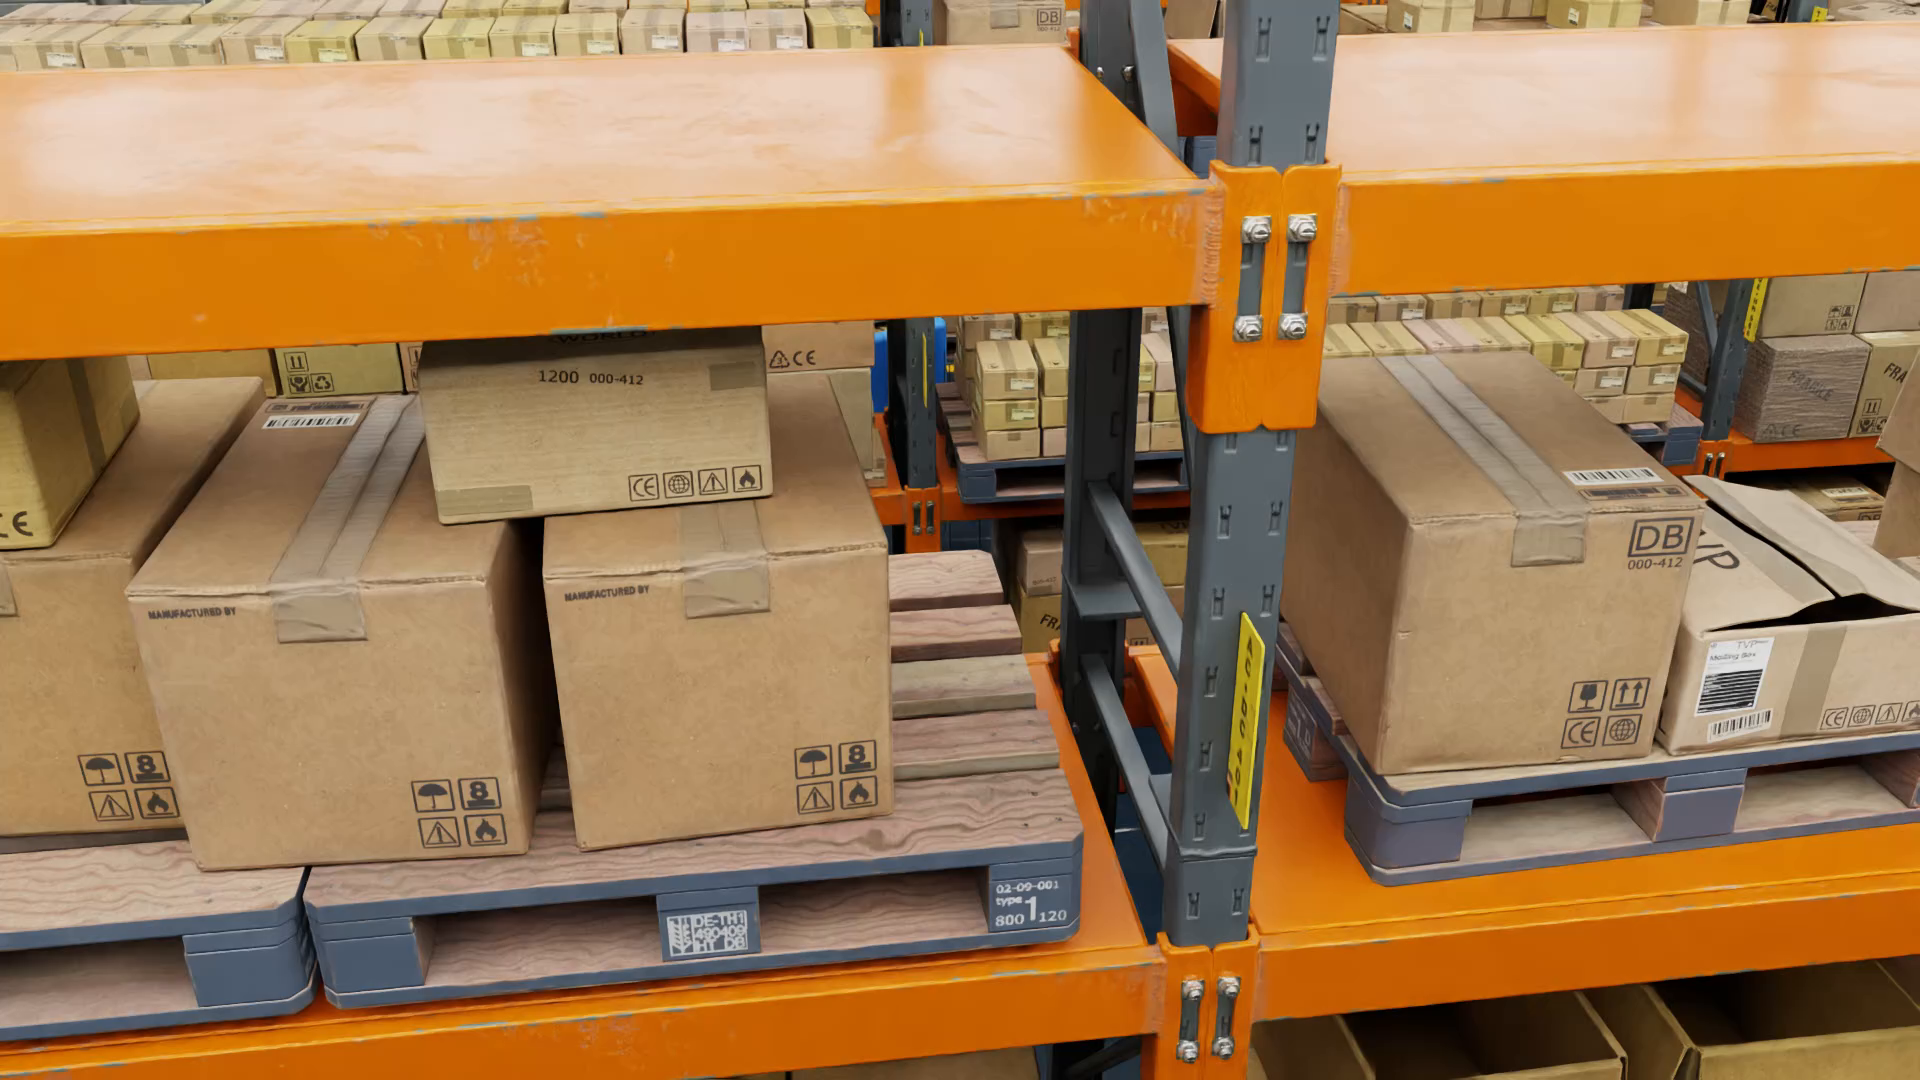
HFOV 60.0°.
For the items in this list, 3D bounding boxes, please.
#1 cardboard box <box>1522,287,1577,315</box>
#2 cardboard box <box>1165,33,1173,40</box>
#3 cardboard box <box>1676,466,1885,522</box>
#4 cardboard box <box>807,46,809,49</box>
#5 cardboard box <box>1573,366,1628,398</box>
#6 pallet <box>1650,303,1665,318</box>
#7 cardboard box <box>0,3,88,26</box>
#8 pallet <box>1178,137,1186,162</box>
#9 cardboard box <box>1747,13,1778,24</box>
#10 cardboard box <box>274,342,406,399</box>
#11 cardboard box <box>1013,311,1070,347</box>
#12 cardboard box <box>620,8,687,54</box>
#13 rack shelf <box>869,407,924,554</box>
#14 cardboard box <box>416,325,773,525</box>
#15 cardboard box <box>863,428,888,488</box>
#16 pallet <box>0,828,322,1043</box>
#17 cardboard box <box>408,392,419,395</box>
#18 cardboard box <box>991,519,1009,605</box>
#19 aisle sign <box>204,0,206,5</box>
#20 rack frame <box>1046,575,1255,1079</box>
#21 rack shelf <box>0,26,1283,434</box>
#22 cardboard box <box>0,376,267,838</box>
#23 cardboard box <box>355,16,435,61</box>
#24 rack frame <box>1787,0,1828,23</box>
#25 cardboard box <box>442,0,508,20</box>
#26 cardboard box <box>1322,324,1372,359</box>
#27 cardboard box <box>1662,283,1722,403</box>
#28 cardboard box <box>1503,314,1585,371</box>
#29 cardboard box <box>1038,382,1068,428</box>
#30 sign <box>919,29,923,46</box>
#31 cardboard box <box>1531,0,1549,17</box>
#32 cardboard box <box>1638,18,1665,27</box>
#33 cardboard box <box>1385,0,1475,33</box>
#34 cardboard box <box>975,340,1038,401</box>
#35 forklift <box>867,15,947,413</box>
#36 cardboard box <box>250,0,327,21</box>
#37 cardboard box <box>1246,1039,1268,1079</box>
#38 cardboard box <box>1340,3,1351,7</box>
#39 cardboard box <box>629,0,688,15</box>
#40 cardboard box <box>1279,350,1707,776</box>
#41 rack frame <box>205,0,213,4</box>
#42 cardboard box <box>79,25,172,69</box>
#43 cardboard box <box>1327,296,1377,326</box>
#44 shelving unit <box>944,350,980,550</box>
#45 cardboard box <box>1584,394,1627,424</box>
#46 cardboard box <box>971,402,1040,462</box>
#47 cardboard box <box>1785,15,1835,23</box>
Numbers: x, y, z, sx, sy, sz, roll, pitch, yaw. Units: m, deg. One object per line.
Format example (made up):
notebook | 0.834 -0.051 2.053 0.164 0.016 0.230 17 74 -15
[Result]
cardboard box | 2.967 -1.260 8.584 0.250 0.149 0.380 -4 27 -9
cardboard box | 1.401 -3.618 12.812 0.500 0.500 0.500 -3 27 -6
cardboard box | 4.333 -0.064 9.094 0.750 0.750 1.050 -4 27 -8
cardboard box | -0.665 -1.972 7.139 0.500 0.250 0.500 -5 28 -10
cardboard box | 3.028 -0.833 8.077 0.250 0.149 0.380 -3 27 -5
pallet | 6.118 -2.075 14.064 1.213 0.211 1.003 -4 27 -7
cardboard box | -3.916 -2.193 7.133 0.250 0.149 0.380 -4 27 -8
pallet | 0.383 -1.868 7.525 1.003 0.211 1.213 -4 27 -7
cardboard box | 6.374 -4.148 13.443 0.250 0.149 0.380 -4 27 -7
cardboard box | -2.706 -0.960 7.304 0.500 0.500 0.500 -4 27 -8
cardboard box | 0.393 -1.097 8.266 0.250 0.149 0.380 -4 28 -9
cardboard box | -1.288 -2.131 7.011 0.250 0.149 0.380 -3 27 -5
rack shelf | -2.224 -0.179 8.101 4.000 0.370 1.077 -4 27 -7
cardboard box | -0.584 -0.265 2.694 0.500 0.250 0.500 -5 28 -10
cardboard box | -0.493 -0.390 8.000 0.250 0.149 0.380 -4 27 -8
pallet | -1.669 0.451 2.897 1.213 0.211 1.003 -4 27 -7
cardboard box | -2.204 -0.558 7.617 0.500 0.500 0.500 -4 27 -8
cardboard box | 0.455 0.138 8.973 0.500 0.500 0.500 -4 27 -8
aisle sign | -5.025 -3.624 11.179 0.004 0.787 0.394 -4 27 -7
rack frame | 0.348 1.623 3.802 0.127 3.000 1.000 -4 27 -7
rack shelf | -1.633 -0.421 2.440 4.000 0.370 1.077 -4 27 -7
cardboard box | -1.489 0.090 2.823 0.500 0.500 0.700 -2 27 -5
cardboard box | -2.310 -2.042 6.839 0.250 0.149 0.380 -3 27 -5
rack frame | 3.718 -3.550 7.311 0.127 3.000 1.000 -4 27 -7
cardboard box | -2.131 -2.300 7.341 0.250 0.149 0.380 -4 28 -9
cardboard box | 1.758 -0.884 7.851 0.250 0.149 0.380 -3 27 -6
cardboard box | 4.126 -1.075 8.950 0.500 0.500 0.500 -4 27 -7
cardboard box | 2.788 -0.950 7.980 0.250 0.149 0.380 -3 27 -6
cardboard box | 0.467 -0.668 7.755 0.250 0.149 0.380 -4 27 -8
sign | -0.160 -1.946 6.905 0.005 0.325 0.100 -4 27 -7
cardboard box | 2.768 -2.666 7.927 0.258 0.266 0.396 -4 27 -7
cardboard box | 3.188 -2.108 7.678 0.500 0.500 0.500 -4 27 -7
cardboard box | 2.083 -2.366 7.341 0.258 0.266 0.396 -4 27 -7
cardboard box | 0.211 -0.783 7.654 0.250 0.149 0.380 -2 27 -4
forklift | -1.301 -2.205 11.337 1.130 2.935 3.031 -17 32 -29
cardboard box | -2.898 -2.236 7.216 0.250 0.149 0.380 -4 27 -8
cardboard box | 0.773 1.425 4.078 0.500 0.500 0.500 -4 27 -7
cardboard box | 3.723 -5.485 17.272 0.500 0.250 0.500 -4 27 -8
cardboard box | -1.344 -2.345 7.429 0.250 0.149 0.380 -4 27 -9
cardboard box | 0.921 0.015 3.079 0.500 0.500 0.700 -3 27 -6
rack frame | -4.994 -2.603 12.037 0.127 3.000 1.000 -4 27 -7
cardboard box | -3.318 -1.949 6.658 0.250 0.149 0.380 -4 27 -7
cardboard box | 1.932 -1.194 8.455 0.250 0.149 0.380 -3 27 -6
shelving unit | 0.014 -0.535 9.978 0.189 1.200 0.258 -4 27 -7
cardboard box | 3.047 -0.701 8.146 0.250 0.149 0.380 -4 27 -7
cardboard box | 0.211 -0.518 7.790 0.250 0.149 0.380 -5 28 -10
cardboard box | 4.280 -2.480 8.198 0.250 0.166 0.380 -4 27 -7
